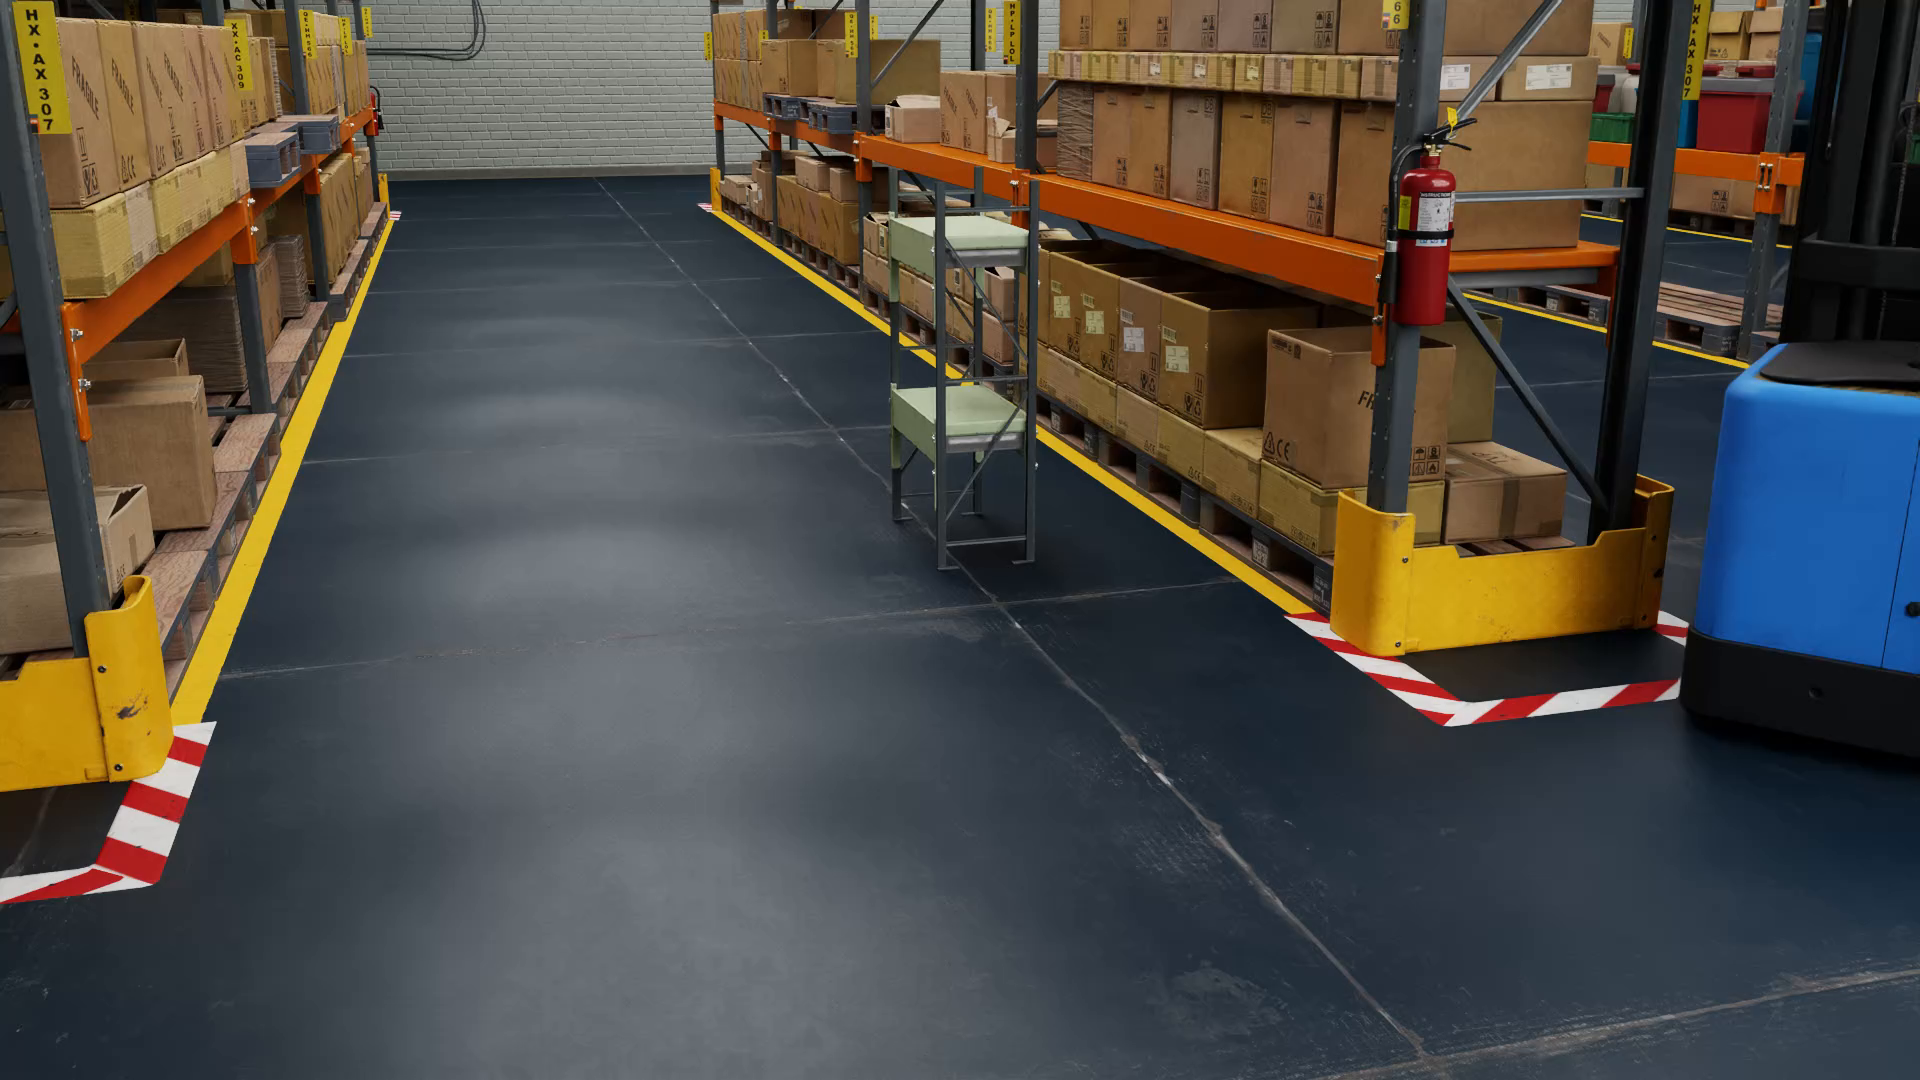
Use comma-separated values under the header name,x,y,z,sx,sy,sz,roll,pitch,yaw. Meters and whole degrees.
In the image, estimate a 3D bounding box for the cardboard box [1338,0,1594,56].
name,x,y,z,sx,sy,sz,roll,pitch,yaw
cardboard box,1.769,-1.952,5.806,0.700,0.500,0.500,-5,17,-15

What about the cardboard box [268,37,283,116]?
name,x,y,z,sx,sy,sz,roll,pitch,yaw
cardboard box,-4.922,-3.087,11.077,0.700,0.500,0.500,-7,18,-22

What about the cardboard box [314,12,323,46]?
name,x,y,z,sx,sy,sz,roll,pitch,yaw
cardboard box,-5.228,-3.949,12.857,0.500,0.250,0.500,-5,17,-15

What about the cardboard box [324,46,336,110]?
name,x,y,z,sx,sy,sz,roll,pitch,yaw
cardboard box,-5.370,-3.739,13.459,0.500,0.500,0.500,-4,17,-14

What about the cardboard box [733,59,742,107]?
name,x,y,z,sx,sy,sz,roll,pitch,yaw
cardboard box,-2.212,-5.048,18.369,0.500,0.500,0.500,-4,17,-15

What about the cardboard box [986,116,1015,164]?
name,x,y,z,sx,sy,sz,roll,pitch,yaw
cardboard box,0.382,-2.408,9.989,0.396,0.266,0.258,-5,17,-17

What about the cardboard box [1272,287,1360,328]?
name,x,y,z,sx,sy,sz,roll,pitch,yaw
cardboard box,1.677,-0.822,7.222,0.500,0.500,0.500,-5,17,-15

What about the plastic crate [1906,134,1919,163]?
name,x,y,z,sx,sy,sz,roll,pitch,yaw
plastic crate,5.665,-2.135,9.215,0.450,0.188,0.662,-5,17,-15

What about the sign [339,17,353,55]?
name,x,y,z,sx,sy,sz,roll,pitch,yaw
sign,-5.641,-4.626,15.265,0.100,0.325,0.005,-5,17,-15

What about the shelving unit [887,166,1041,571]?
name,x,y,z,sx,sy,sz,roll,pitch,yaw
shelving unit,0.002,-0.716,6.730,0.431,1.500,0.755,-5,17,-15

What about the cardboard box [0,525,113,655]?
name,x,y,z,sx,sy,sz,roll,pitch,yaw
cardboard box,-2.966,0.134,5.202,0.500,0.311,0.500,-7,18,-22

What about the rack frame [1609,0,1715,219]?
name,x,y,z,sx,sy,sz,roll,pitch,yaw
rack frame,8.127,-5.239,19.179,1.000,3.000,0.127,-5,17,-15

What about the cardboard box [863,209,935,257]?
name,x,y,z,sx,sy,sz,roll,pitch,yaw
cardboard box,-0.438,-2.335,12.587,0.500,0.311,0.500,-4,17,-13

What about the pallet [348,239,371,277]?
name,x,y,z,sx,sy,sz,roll,pitch,yaw
pallet,-5.876,-2.521,14.979,1.003,0.211,1.213,-5,17,-15

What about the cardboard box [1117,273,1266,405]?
name,x,y,z,sx,sy,sz,roll,pitch,yaw
cardboard box,1.041,-0.920,7.546,0.500,0.500,0.500,-5,17,-15

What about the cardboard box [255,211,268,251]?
name,x,y,z,sx,sy,sz,roll,pitch,yaw
cardboard box,-4.717,-1.973,10.582,0.500,0.250,0.500,-4,17,-14

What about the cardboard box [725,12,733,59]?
name,x,y,z,sx,sy,sz,roll,pitch,yaw
cardboard box,-2.346,-5.664,18.681,0.500,0.500,0.500,-4,17,-14

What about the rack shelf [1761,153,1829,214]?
name,x,y,z,sx,sy,sz,roll,pitch,yaw
rack shelf,6.113,-1.737,8.771,1.077,0.370,4.000,-5,17,-15

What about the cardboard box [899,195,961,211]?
name,x,y,z,sx,sy,sz,roll,pitch,yaw
cardboard box,-0.299,-2.657,14.163,0.500,0.500,0.500,-5,18,-17

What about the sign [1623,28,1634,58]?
name,x,y,z,sx,sy,sz,roll,pitch,yaw
sign,7.594,-5.647,18.896,0.100,0.325,0.005,-5,17,-15

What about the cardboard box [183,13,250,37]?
name,x,y,z,sx,sy,sz,roll,pitch,yaw
cardboard box,-4.835,-3.346,10.811,0.380,0.149,0.250,-8,18,-24

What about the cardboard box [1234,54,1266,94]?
name,x,y,z,sx,sy,sz,roll,pitch,yaw
cardboard box,1.328,-1.872,6.669,0.380,0.149,0.250,-4,17,-14

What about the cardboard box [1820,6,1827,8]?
name,x,y,z,sx,sy,sz,roll,pitch,yaw
cardboard box,11.959,-6.949,22.443,0.500,0.500,0.500,-5,17,-16

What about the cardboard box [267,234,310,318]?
name,x,y,z,sx,sy,sz,roll,pitch,yaw
cardboard box,-4.813,-1.776,11.232,0.700,0.500,0.500,-4,17,-14

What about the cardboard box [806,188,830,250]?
name,x,y,z,sx,sy,sz,roll,pitch,yaw
cardboard box,-1.074,-2.892,14.946,0.500,0.500,0.500,-5,18,-17

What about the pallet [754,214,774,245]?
name,x,y,z,sx,sy,sz,roll,pitch,yaw
pallet,-1.586,-3.311,17.609,1.003,0.211,1.213,-5,17,-15

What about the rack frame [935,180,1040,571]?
name,x,y,z,sx,sy,sz,roll,pitch,yaw
rack frame,0.102,-0.615,6.393,0.400,1.500,0.023,-5,17,-15

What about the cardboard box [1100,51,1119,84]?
name,x,y,z,sx,sy,sz,roll,pitch,yaw
cardboard box,0.903,-2.300,8.093,0.380,0.149,0.250,-5,17,-16

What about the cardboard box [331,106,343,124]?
name,x,y,z,sx,sy,sz,roll,pitch,yaw
cardboard box,-5.546,-3.671,14.360,0.380,0.149,0.250,-5,17,-15

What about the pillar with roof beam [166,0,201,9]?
name,x,y,z,sx,sy,sz,roll,pitch,yaw
pillar with roof beam,-3.045,-7.403,15.955,9.100,9.000,0.400,-5,17,-15

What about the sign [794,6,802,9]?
name,x,y,z,sx,sy,sz,roll,pitch,yaw
sign,-1.959,-6.308,20.174,0.100,0.325,0.005,-5,17,-15

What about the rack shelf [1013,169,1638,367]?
name,x,y,z,sx,sy,sz,roll,pitch,yaw
rack shelf,1.350,-1.346,7.470,1.077,0.370,4.000,-5,17,-15

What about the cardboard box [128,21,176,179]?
name,x,y,z,sx,sy,sz,roll,pitch,yaw
cardboard box,-2.967,-1.479,5.583,0.500,0.500,0.500,-5,18,-17

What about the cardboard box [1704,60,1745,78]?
name,x,y,z,sx,sy,sz,roll,pitch,yaw
cardboard box,8.289,-4.862,17.752,0.500,0.500,0.500,-5,17,-17

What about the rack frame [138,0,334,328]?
name,x,y,z,sx,sy,sz,roll,pitch,yaw
rack frame,-5.061,-2.958,11.585,1.000,3.000,0.127,-5,17,-15

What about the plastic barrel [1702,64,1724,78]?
name,x,y,z,sx,sy,sz,roll,pitch,yaw
plastic barrel,5.310,-3.185,12.104,0.433,0.535,0.433,0,17,0

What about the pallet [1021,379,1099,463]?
name,x,y,z,sx,sy,sz,roll,pitch,yaw
pallet,0.978,-0.685,8.866,1.003,0.211,1.213,-5,17,-15

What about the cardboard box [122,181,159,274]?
name,x,y,z,sx,sy,sz,roll,pitch,yaw
cardboard box,-2.848,-0.985,5.244,0.500,0.250,0.500,-5,18,-17

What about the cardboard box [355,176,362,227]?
name,x,y,z,sx,sy,sz,roll,pitch,yaw
cardboard box,-6.267,-3.283,16.283,0.700,0.500,0.500,-4,17,-15

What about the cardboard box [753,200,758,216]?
name,x,y,z,sx,sy,sz,roll,pitch,yaw
cardboard box,-1.989,-3.536,17.702,0.380,0.149,0.250,-5,17,-15

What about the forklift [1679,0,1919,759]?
name,x,y,z,sx,sy,sz,roll,pitch,yaw
forklift,3.428,-1.102,5.527,1.130,2.935,3.031,11,20,32

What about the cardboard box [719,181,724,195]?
name,x,y,z,sx,sy,sz,roll,pitch,yaw
cardboard box,-2.713,-4.266,20.129,0.380,0.149,0.250,-5,17,-15

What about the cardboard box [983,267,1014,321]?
name,x,y,z,sx,sy,sz,roll,pitch,yaw
cardboard box,0.413,-1.486,9.760,0.500,0.311,0.500,-5,17,-15

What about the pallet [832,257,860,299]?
name,x,y,z,sx,sy,sz,roll,pitch,yaw
pallet,-0.468,-2.224,13.991,1.003,0.211,1.213,-5,17,-15

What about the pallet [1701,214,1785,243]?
name,x,y,z,sx,sy,sz,roll,pitch,yaw
pallet,8.751,-3.358,17.764,1.003,0.211,1.213,-5,17,-15

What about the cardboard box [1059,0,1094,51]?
name,x,y,z,sx,sy,sz,roll,pitch,yaw
cardboard box,0.928,-2.791,8.601,0.700,0.500,0.500,-5,17,-15

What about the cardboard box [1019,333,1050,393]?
name,x,y,z,sx,sy,sz,roll,pitch,yaw
cardboard box,0.636,-0.976,9.037,0.500,0.250,0.500,-5,17,-15

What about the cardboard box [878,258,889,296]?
name,x,y,z,sx,sy,sz,roll,pitch,yaw
cardboard box,-0.299,-1.928,12.205,0.500,0.250,0.500,-5,17,-17

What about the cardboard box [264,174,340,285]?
name,x,y,z,sx,sy,sz,roll,pitch,yaw
cardboard box,-5.137,-2.343,12.545,0.750,0.750,0.750,-5,17,-16

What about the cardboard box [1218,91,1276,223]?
name,x,y,z,sx,sy,sz,roll,pitch,yaw
cardboard box,1.503,-1.598,6.885,0.700,0.500,0.500,-5,17,-15

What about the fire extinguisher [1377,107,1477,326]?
name,x,y,z,sx,sy,sz,roll,pitch,yaw
fire extinguisher,1.485,-1.031,5.305,0.296,0.674,0.183,-5,17,-15

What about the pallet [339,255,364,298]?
name,x,y,z,sx,sy,sz,roll,pitch,yaw
pallet,-5.537,-2.183,13.853,1.003,0.211,1.213,-5,17,-15

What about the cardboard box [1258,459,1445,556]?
name,x,y,z,sx,sy,sz,roll,pitch,yaw
cardboard box,1.468,-0.147,6.276,0.500,0.250,0.500,-5,17,-15

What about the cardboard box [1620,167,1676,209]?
name,x,y,z,sx,sy,sz,roll,pitch,yaw
cardboard box,8.322,-4.247,18.840,1.225,0.875,0.875,-5,17,-15
